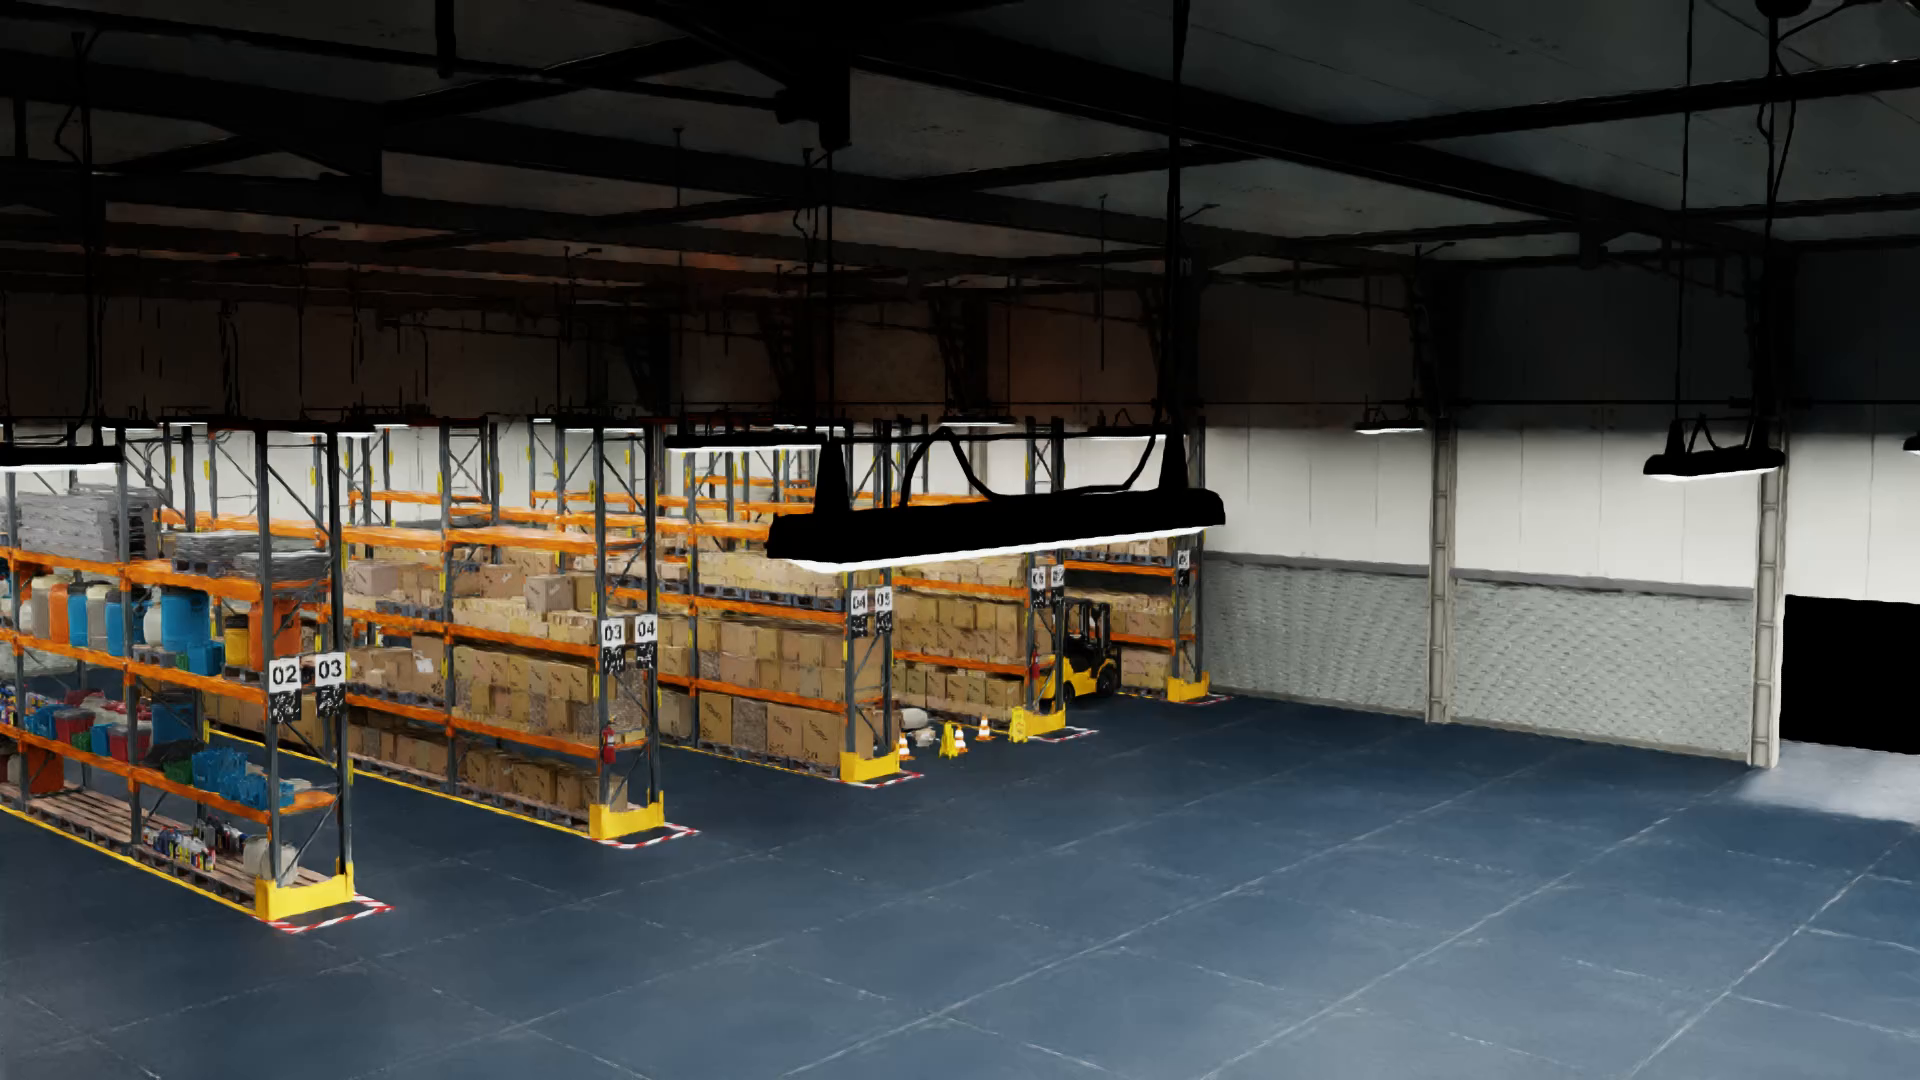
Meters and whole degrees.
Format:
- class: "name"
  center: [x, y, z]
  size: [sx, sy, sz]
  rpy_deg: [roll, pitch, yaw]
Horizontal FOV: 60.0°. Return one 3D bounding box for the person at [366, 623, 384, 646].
- class: "person"
  center: [-12.517, 2.554, 35.609]
  size: [1.086, 1.576, 0.441]
  rpy_deg: [4, 7, 43]
